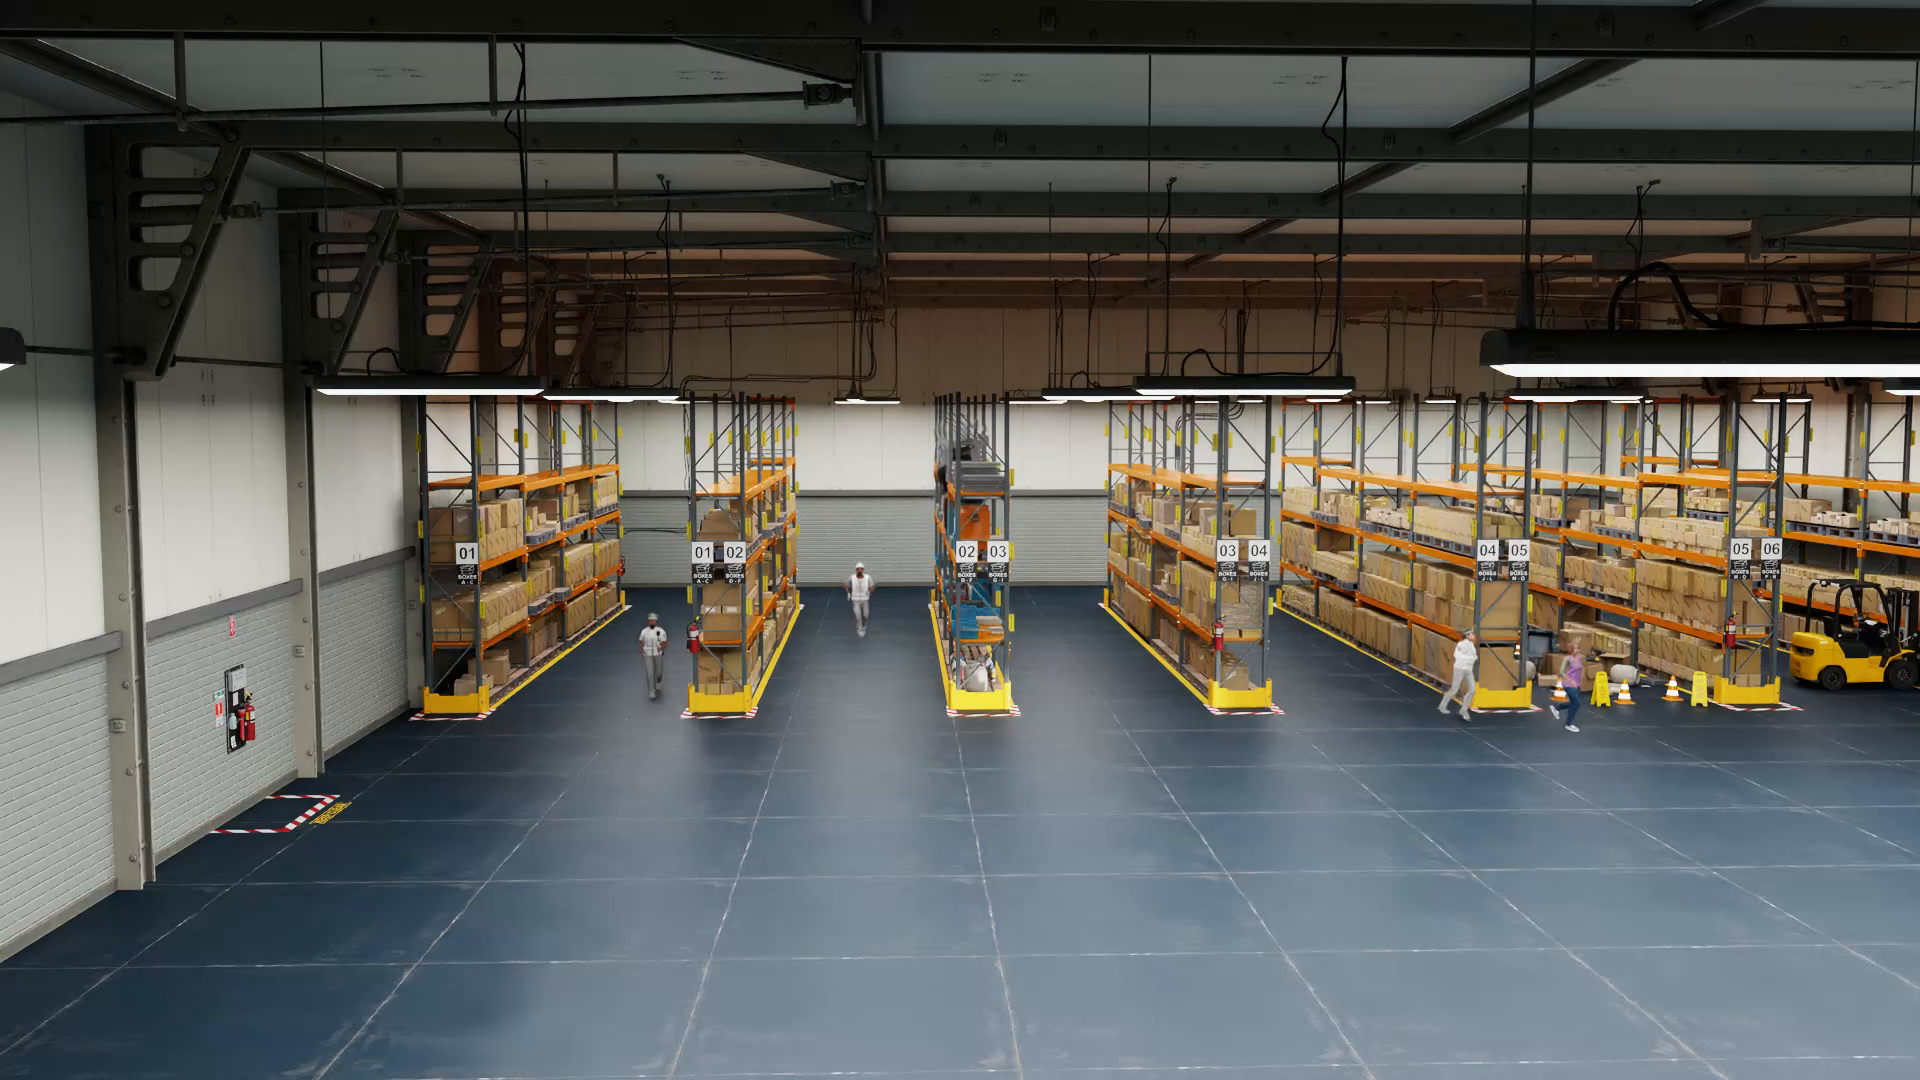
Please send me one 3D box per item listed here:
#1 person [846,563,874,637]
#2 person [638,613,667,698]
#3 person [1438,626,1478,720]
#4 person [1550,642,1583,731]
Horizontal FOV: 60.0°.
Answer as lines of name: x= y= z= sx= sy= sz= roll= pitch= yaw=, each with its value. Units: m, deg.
person: x=-2.361 y=1.425 z=39.333 sx=0.683 sy=1.752 sz=0.667 roll=0 pitch=5 yaw=-6
person: x=-6.069 y=2.264 z=32.833 sx=0.580 sy=1.655 sz=0.701 roll=-1 pitch=5 yaw=-8
person: x=9.302 y=2.439 z=30.721 sx=0.623 sy=1.712 sz=0.705 roll=-3 pitch=6 yaw=-34
person: x=10.769 y=2.587 z=29.526 sx=0.544 sy=1.579 sz=0.608 roll=-4 pitch=6 yaw=-38
